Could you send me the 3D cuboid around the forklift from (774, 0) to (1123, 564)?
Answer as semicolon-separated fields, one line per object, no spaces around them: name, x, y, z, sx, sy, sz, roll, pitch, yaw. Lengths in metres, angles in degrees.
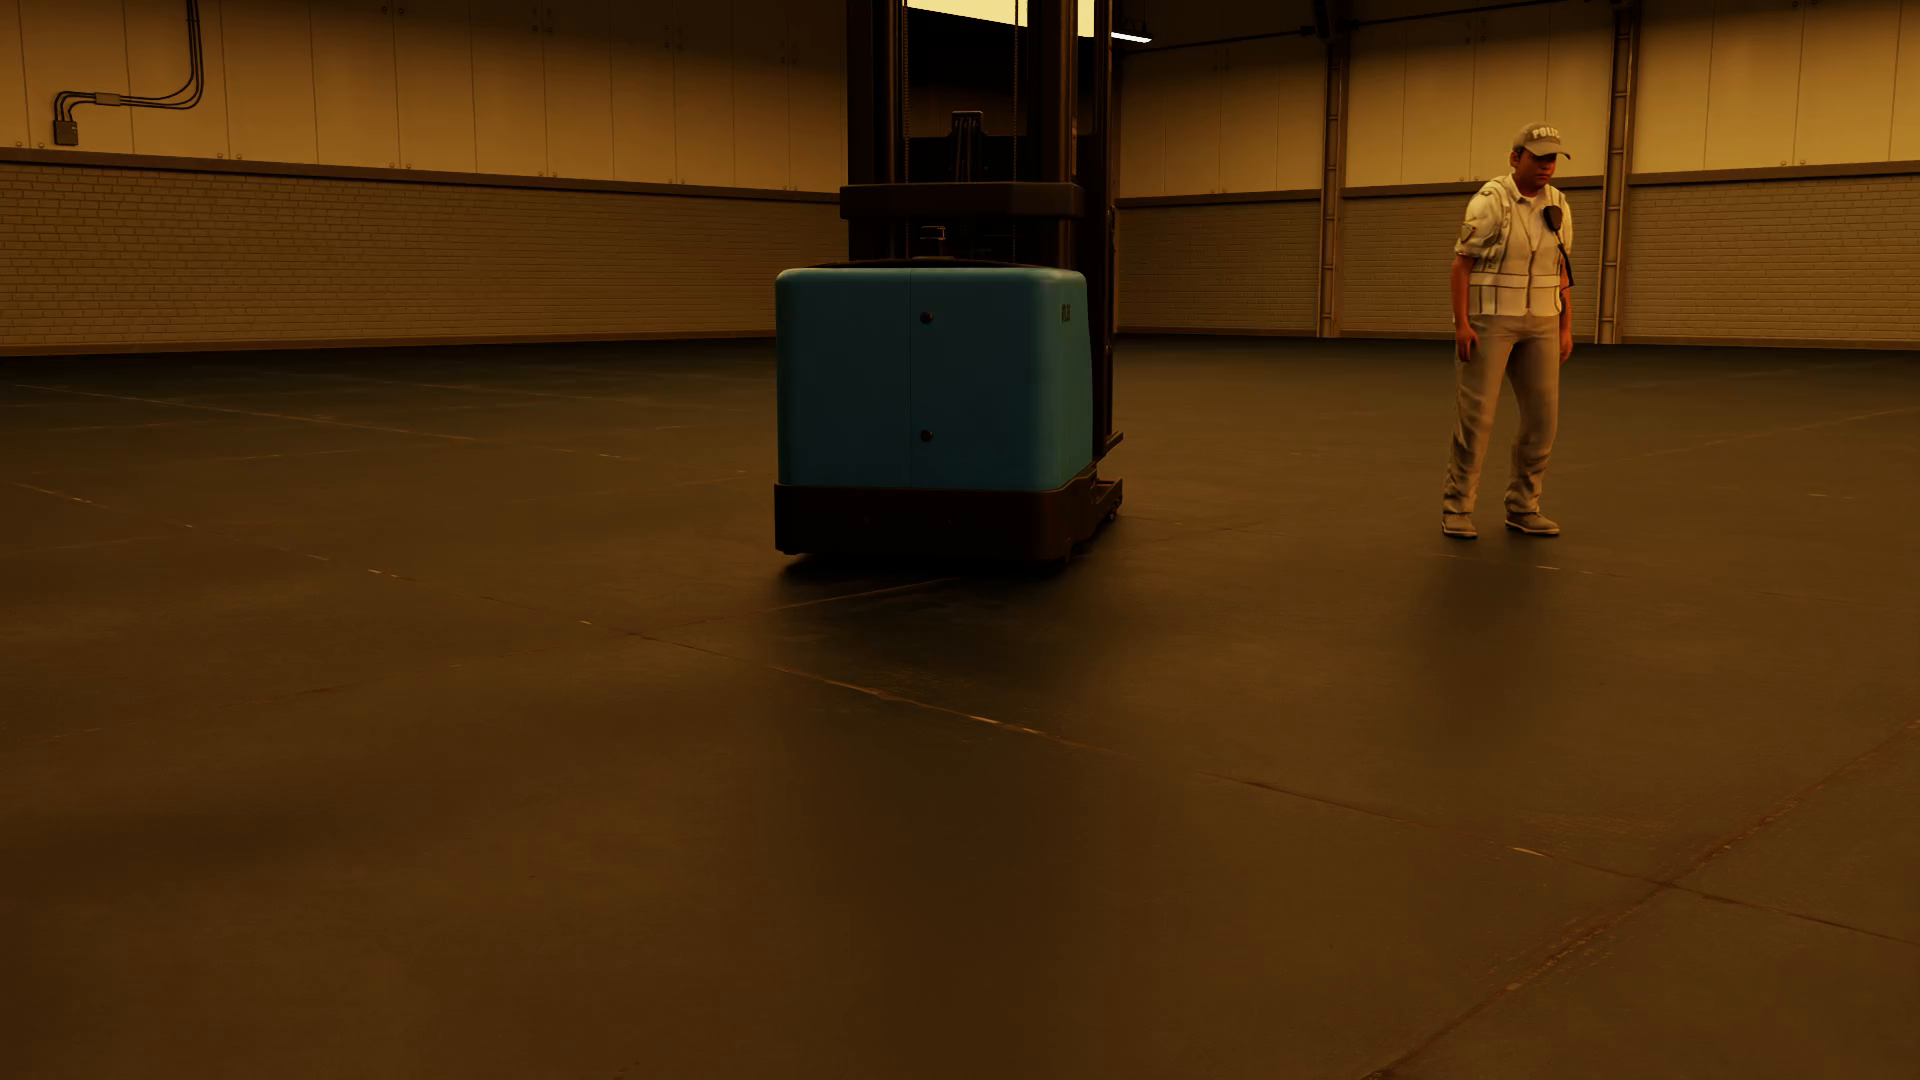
forklift;0.124;-1.541;7.110;1.130;2.935;3.031;2;9;11

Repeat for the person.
person;2.258;-0.856;6.819;0.564;1.665;0.470;-2;9;-11
